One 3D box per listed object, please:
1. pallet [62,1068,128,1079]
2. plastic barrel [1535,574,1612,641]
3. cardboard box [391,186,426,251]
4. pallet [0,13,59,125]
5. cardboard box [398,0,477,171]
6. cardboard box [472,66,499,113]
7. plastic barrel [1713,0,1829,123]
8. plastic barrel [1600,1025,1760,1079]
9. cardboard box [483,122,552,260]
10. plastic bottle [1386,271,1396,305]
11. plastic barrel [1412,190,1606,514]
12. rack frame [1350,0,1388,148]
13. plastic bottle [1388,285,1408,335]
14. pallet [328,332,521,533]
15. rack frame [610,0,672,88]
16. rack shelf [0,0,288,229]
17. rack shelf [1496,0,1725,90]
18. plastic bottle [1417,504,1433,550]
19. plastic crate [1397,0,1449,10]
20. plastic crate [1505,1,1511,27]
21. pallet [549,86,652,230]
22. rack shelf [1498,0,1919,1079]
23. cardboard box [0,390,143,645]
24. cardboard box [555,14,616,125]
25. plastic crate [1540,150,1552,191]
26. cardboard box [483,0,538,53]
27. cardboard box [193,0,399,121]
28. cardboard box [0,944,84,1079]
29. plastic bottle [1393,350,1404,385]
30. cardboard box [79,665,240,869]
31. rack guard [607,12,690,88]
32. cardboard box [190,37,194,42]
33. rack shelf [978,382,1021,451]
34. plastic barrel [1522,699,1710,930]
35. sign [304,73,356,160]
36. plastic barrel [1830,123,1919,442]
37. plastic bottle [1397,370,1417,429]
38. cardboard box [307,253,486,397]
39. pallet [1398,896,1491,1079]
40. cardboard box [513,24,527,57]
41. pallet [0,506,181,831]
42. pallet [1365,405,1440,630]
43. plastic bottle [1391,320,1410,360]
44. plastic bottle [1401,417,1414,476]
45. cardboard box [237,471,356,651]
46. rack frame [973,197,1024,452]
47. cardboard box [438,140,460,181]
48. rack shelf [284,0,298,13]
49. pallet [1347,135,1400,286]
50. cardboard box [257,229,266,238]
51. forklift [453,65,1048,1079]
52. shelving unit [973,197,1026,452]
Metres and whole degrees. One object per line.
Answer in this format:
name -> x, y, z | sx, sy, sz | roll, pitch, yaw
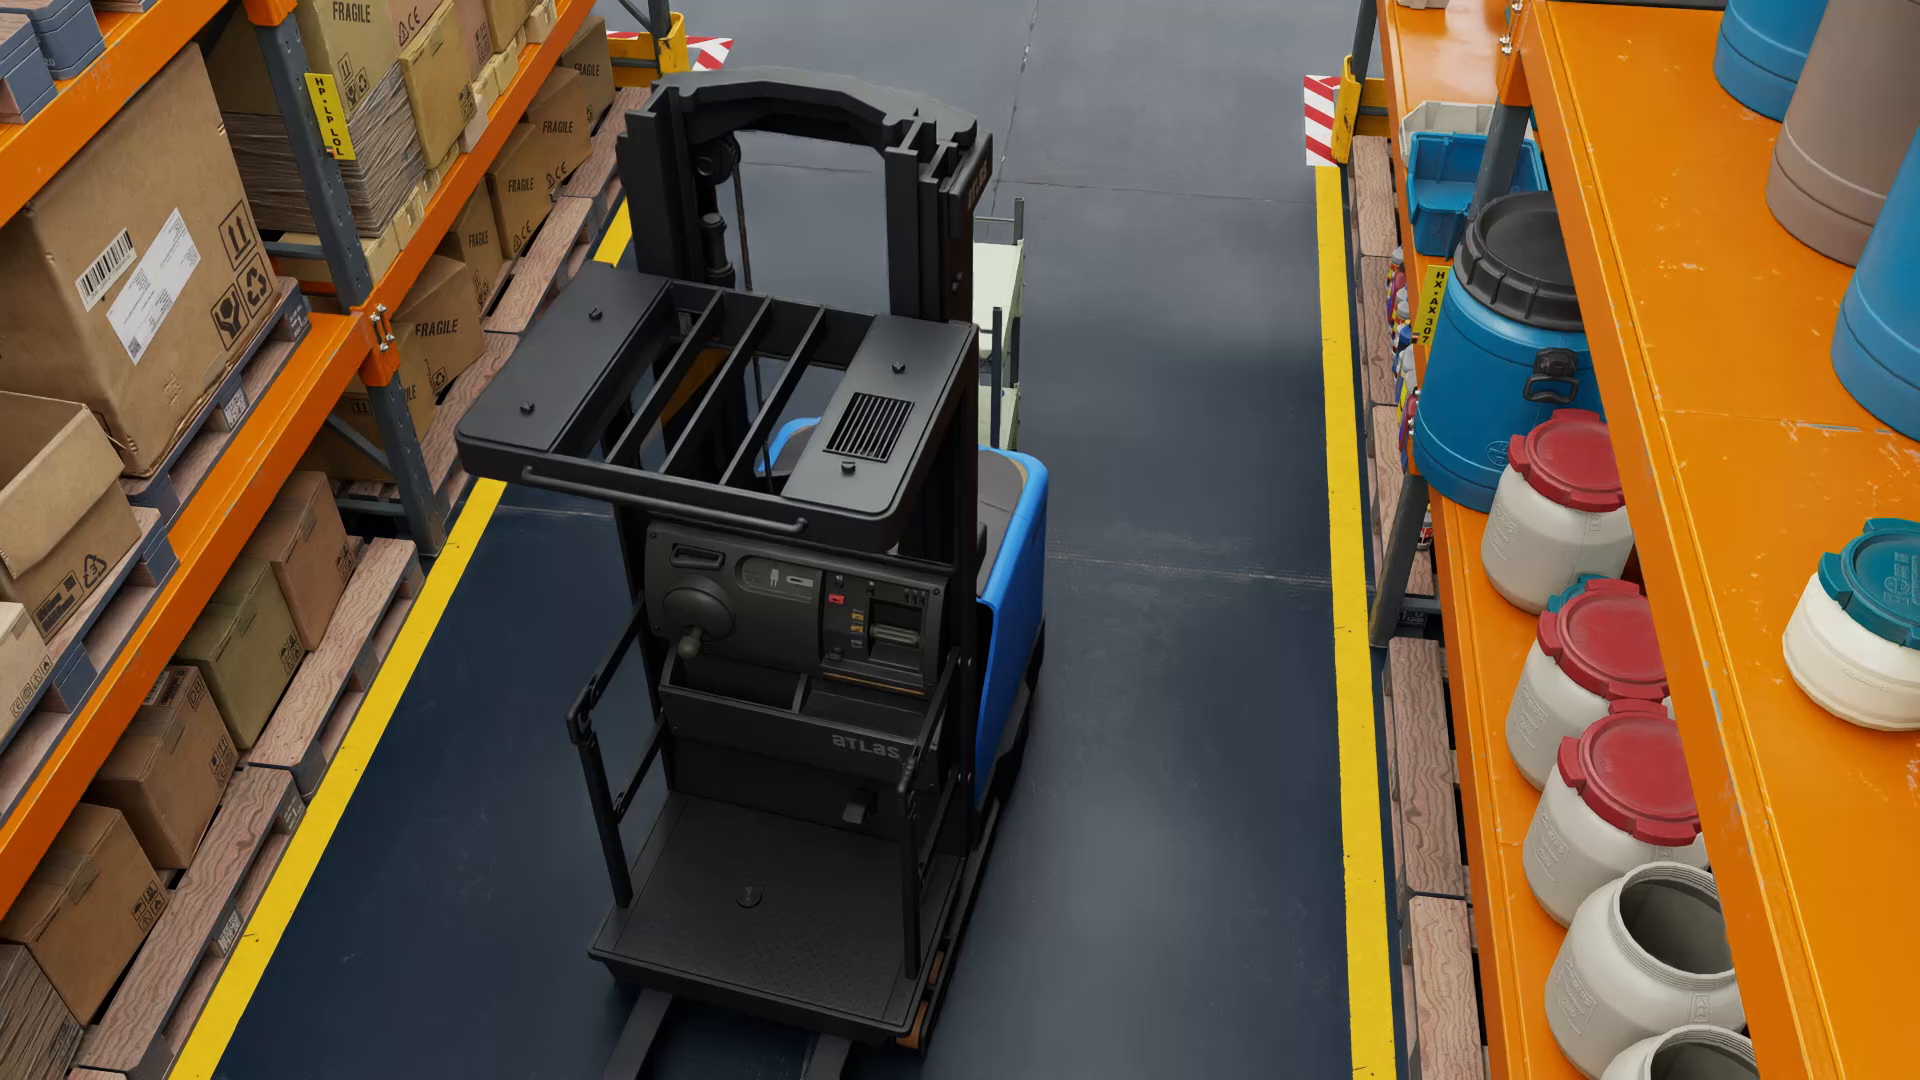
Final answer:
pallet -> -3.161, 2.111, 4.867 | 1.003, 0.211, 1.213 | 5, 44, 6
plastic barrel -> 1.845, 0.293, 4.860 | 0.301, 0.262, 0.301 | 0, 43, 0
cardboard box -> -2.365, -1.293, 6.616 | 0.380, 0.149, 0.250 | 5, 44, 6
pallet -> -3.059, -0.998, 4.078 | 1.213, 0.211, 1.003 | 5, 44, 6
cardboard box -> -2.516, -1.879, 6.763 | 0.875, 0.500, 0.500 | 5, 44, 6
cardboard box -> -2.270, -1.978, 7.340 | 0.380, 0.149, 0.250 | 5, 44, 6
plastic barrel -> 2.320, -1.550, 4.159 | 0.600, 0.901, 0.708 | 5, 44, 6
plastic barrel -> 1.568, 1.320, 3.593 | 0.421, 0.512, 0.421 | 0, 43, 0
cardboard box -> -2.454, -1.807, 8.489 | 0.500, 0.500, 0.500 | 9, 44, 9
plastic bottle -> 2.139, -1.237, 8.090 | 0.097, 0.201, 0.097 | 0, 43, 0
plastic barrel -> 1.821, -0.592, 5.329 | 0.600, 0.901, 0.708 | 5, 44, 6
rack frame -> 2.701, -3.371, 8.629 | 1.000, 3.000, 0.127 | 5, 44, 6
plastic bottle -> 2.107, -1.100, 7.894 | 0.097, 0.271, 0.097 | 0, 43, 0
pallet -> -2.684, -0.544, 7.671 | 1.003, 0.211, 1.213 | 5, 44, 6
rack frame -> -2.209, -3.822, 9.104 | 1.000, 3.000, 0.127 | 5, 44, 6
rack shelf -> -3.002, -0.561, 4.002 | 1.077, 0.370, 4.000 | 5, 44, 6
rack shelf -> 2.437, -2.836, 6.405 | 1.077, 0.370, 4.000 | 5, 44, 6
plastic bottle -> 1.911, -0.065, 6.852 | 0.097, 0.201, 0.097 | 0, 43, 0
plastic crate -> 2.264, -2.695, 8.106 | 0.298, 0.136, 0.250 | 5, 44, 6
plastic crate -> 2.840, -2.507, 7.824 | 0.499, 0.251, 0.408 | 5, 44, 6
pallet -> -2.361, -2.207, 9.427 | 1.003, 0.211, 1.213 | 5, 44, 6
rack shelf -> 1.908, -0.110, 3.526 | 1.077, 0.370, 4.000 | 5, 44, 6
cardboard box -> -2.875, -0.096, 4.789 | 0.797, 0.503, 0.637 | 9, 44, 10
cardboard box -> -2.308, -2.642, 9.372 | 0.500, 0.500, 0.500 | 13, 45, 13
plastic crate -> 2.631, -1.468, 6.773 | 0.450, 0.188, 0.662 | 5, 44, 6
cardboard box -> -2.442, -2.565, 7.489 | 0.875, 0.500, 0.500 | 5, 44, 6
cardboard box -> -2.426, -1.887, 6.044 | 0.500, 0.500, 0.500 | 5, 44, 6
cardboard box -> -3.137, 1.541, 4.939 | 0.700, 0.500, 0.500 | 2, 43, 2
plastic bottle -> 2.054, -0.798, 7.627 | 0.097, 0.201, 0.097 | 0, 43, 0
cardboard box -> -2.995, 0.774, 5.749 | 0.700, 0.500, 0.500 | 2, 43, 2
rack guard -> -2.219, -2.862, 9.909 | 1.175, 0.500, 0.348 | 5, 44, 6
cardboard box -> -2.951, -1.935, 6.095 | 0.500, 0.500, 0.500 | 5, 44, 6
rack shelf -> 0.001, -0.312, 6.963 | 0.431, 0.370, 0.720 | 5, 44, 6
plastic barrel -> 1.674, 0.732, 4.196 | 0.433, 0.535, 0.433 | 0, 43, 0
sign -> -2.187, -1.468, 5.777 | 0.100, 0.325, 0.005 | 5, 44, 6
plastic barrel -> 2.147, -0.659, 3.218 | 0.600, 0.901, 0.708 | 5, 44, 6
plastic bottle -> 2.040, -0.659, 7.371 | 0.144, 0.351, 0.185 | 5, 44, 5
cardboard box -> -2.577, -1.000, 7.638 | 0.500, 0.500, 0.500 | 19, 46, 19
pallet -> 1.948, 1.740, 5.259 | 1.003, 0.211, 1.213 | 5, 44, 6
cardboard box -> -2.238, -2.322, 7.703 | 0.380, 0.149, 0.250 | 5, 44, 6
pallet -> -3.045, 0.347, 4.841 | 1.003, 0.211, 1.213 | 5, 44, 6
pallet -> 2.302, -0.087, 7.188 | 1.003, 0.211, 1.213 | 5, 44, 6
plastic bottle -> 2.081, -0.938, 7.775 | 0.097, 0.201, 0.097 | 0, 43, 0
plastic bottle -> 1.997, -0.439, 7.139 | 0.144, 0.351, 0.185 | 3, 44, 3
cardboard box -> -2.840, 0.069, 6.494 | 0.700, 0.500, 0.500 | 2, 43, 2
rack frame -> 0.049, -0.799, 7.003 | 0.400, 1.500, 0.023 | 5, 44, 6
cardboard box -> -2.336, -1.637, 6.980 | 0.380, 0.149, 0.250 | 5, 44, 6
rack shelf -> -2.473, -3.287, 6.881 | 1.077, 0.370, 4.000 | 5, 44, 6
pallet -> 2.625, -1.750, 8.944 | 1.003, 0.211, 1.213 | 5, 44, 6
cardboard box -> -2.958, -1.347, 6.674 | 0.380, 0.149, 0.250 | 5, 44, 6
forklift -> -0.555, 0.301, 4.800 | 1.130, 2.935, 3.031 | 11, 45, 11
shelving unit -> 0.001, -0.549, 6.739 | 0.431, 1.500, 0.755 | 5, 44, 6
